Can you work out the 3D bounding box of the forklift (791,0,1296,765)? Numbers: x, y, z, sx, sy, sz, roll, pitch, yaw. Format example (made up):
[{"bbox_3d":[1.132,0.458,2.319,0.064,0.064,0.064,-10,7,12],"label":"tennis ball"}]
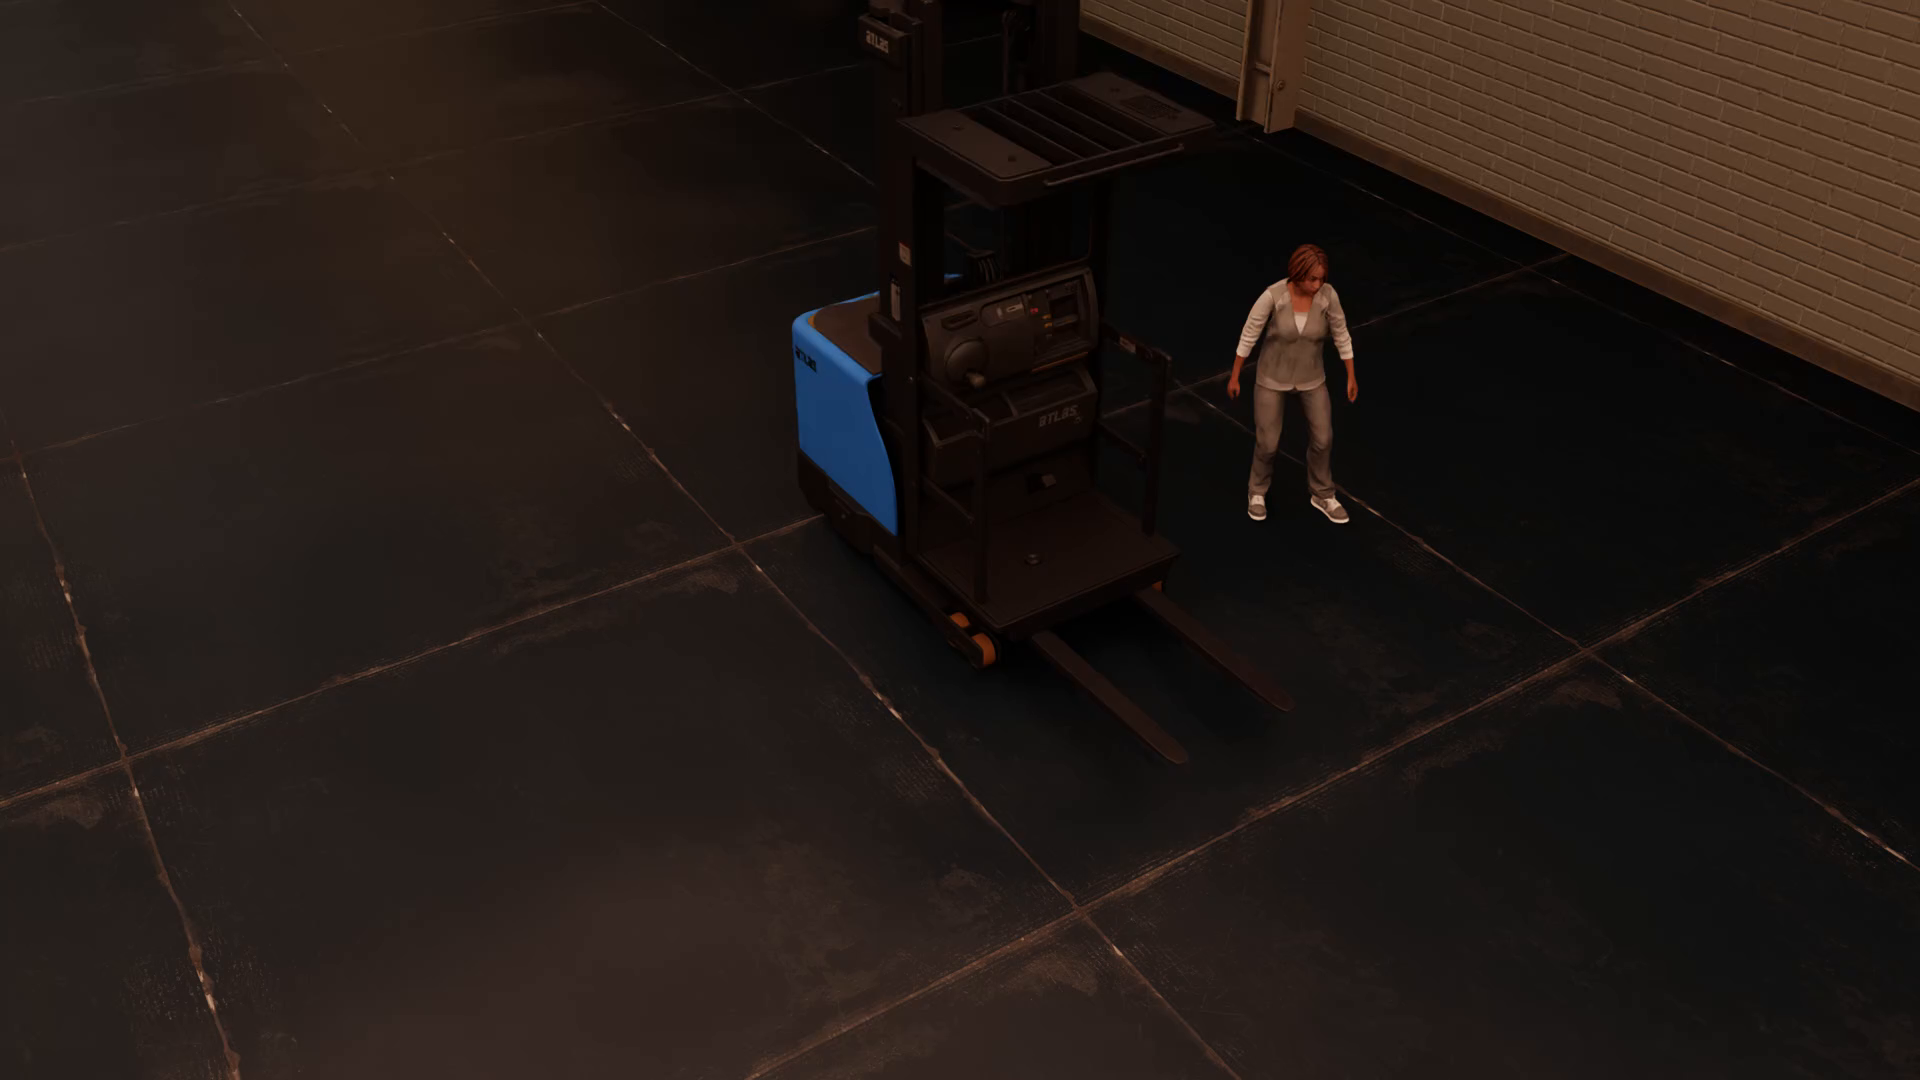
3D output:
[{"bbox_3d":[0.358,-0.907,7.439,1.130,2.935,3.031,-21,40,-27],"label":"forklift"}]

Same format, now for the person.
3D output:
[{"bbox_3d":[1.715,-0.799,8.475,0.687,1.569,0.339,-2,35,-2],"label":"person"}]
